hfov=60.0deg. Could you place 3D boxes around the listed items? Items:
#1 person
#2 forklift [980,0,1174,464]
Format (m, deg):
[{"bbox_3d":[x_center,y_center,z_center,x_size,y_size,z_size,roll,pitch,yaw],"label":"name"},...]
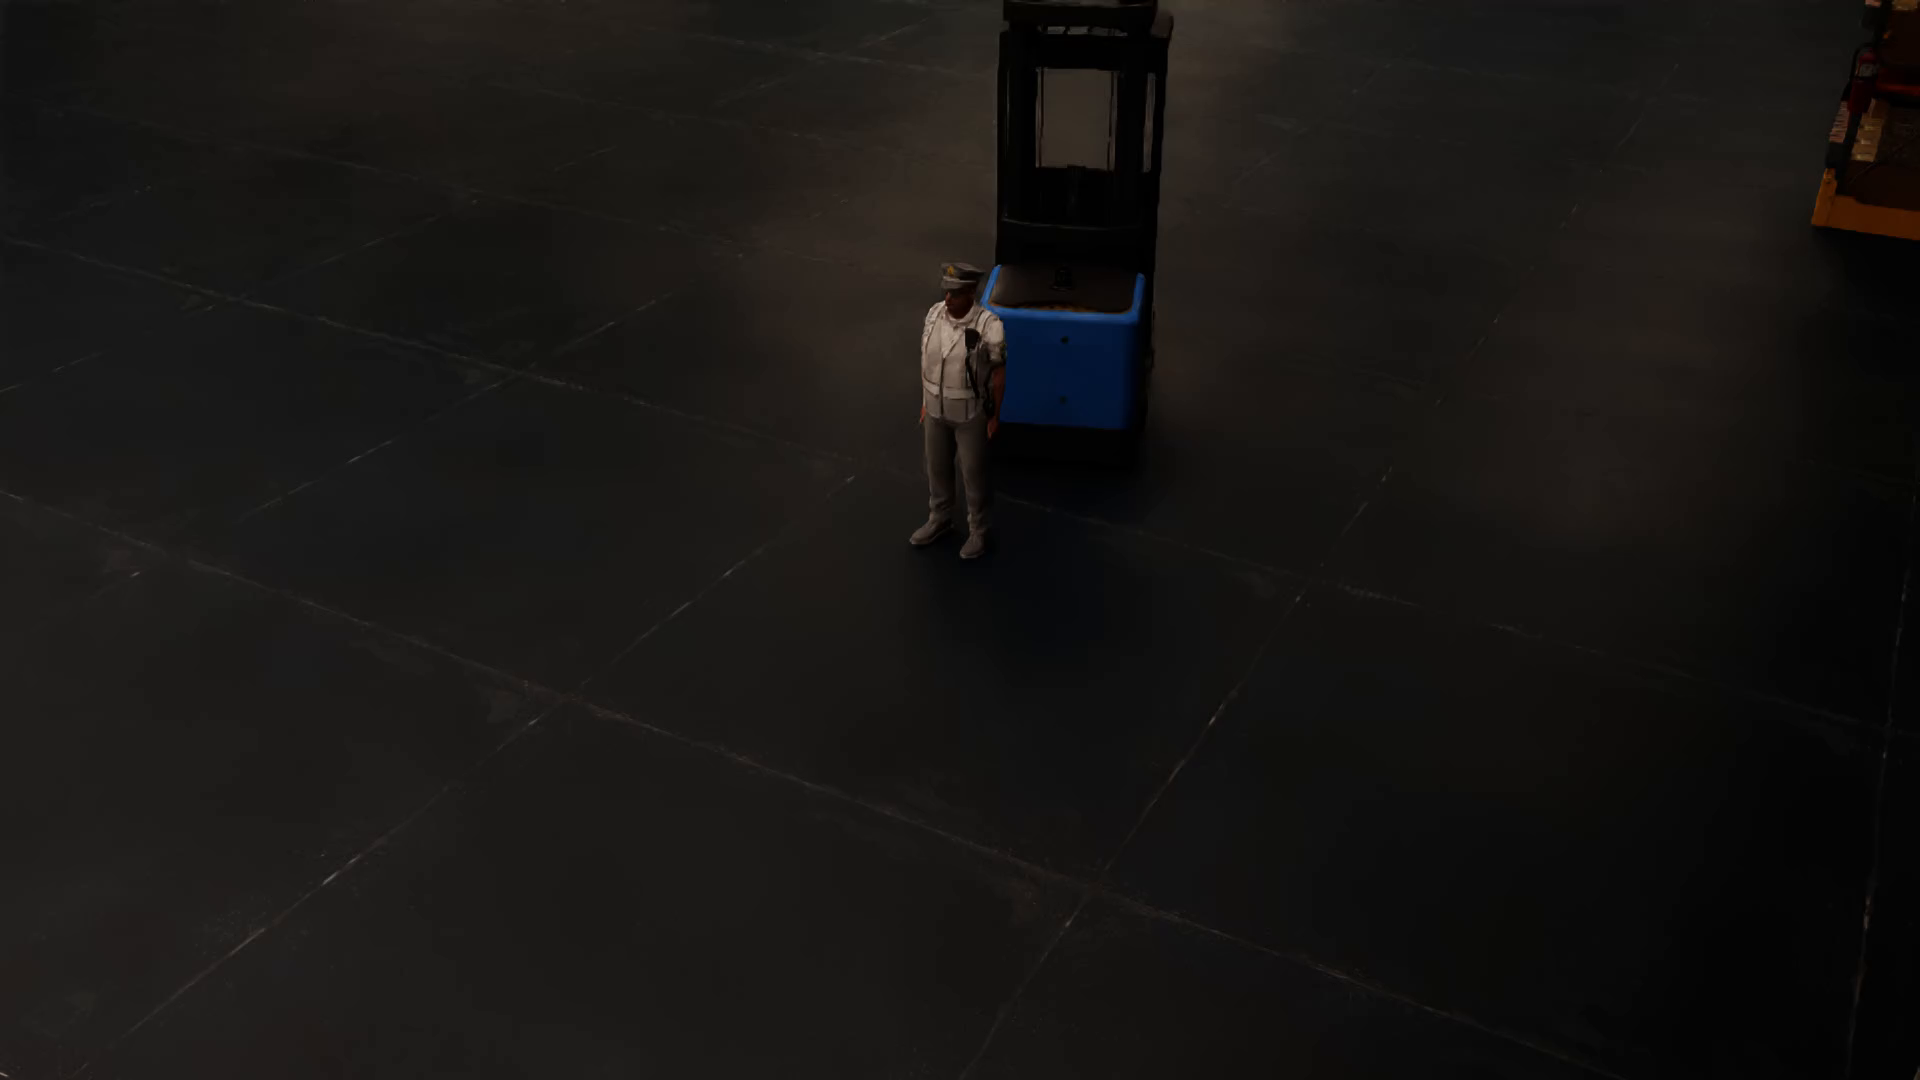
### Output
[{"bbox_3d":[-0.007,-0.758,9.549,0.523,1.769,0.396,15,33,25],"label":"person"},{"bbox_3d":[0.831,-2.478,11.365,1.130,2.935,3.031,4,30,8],"label":"forklift"}]
